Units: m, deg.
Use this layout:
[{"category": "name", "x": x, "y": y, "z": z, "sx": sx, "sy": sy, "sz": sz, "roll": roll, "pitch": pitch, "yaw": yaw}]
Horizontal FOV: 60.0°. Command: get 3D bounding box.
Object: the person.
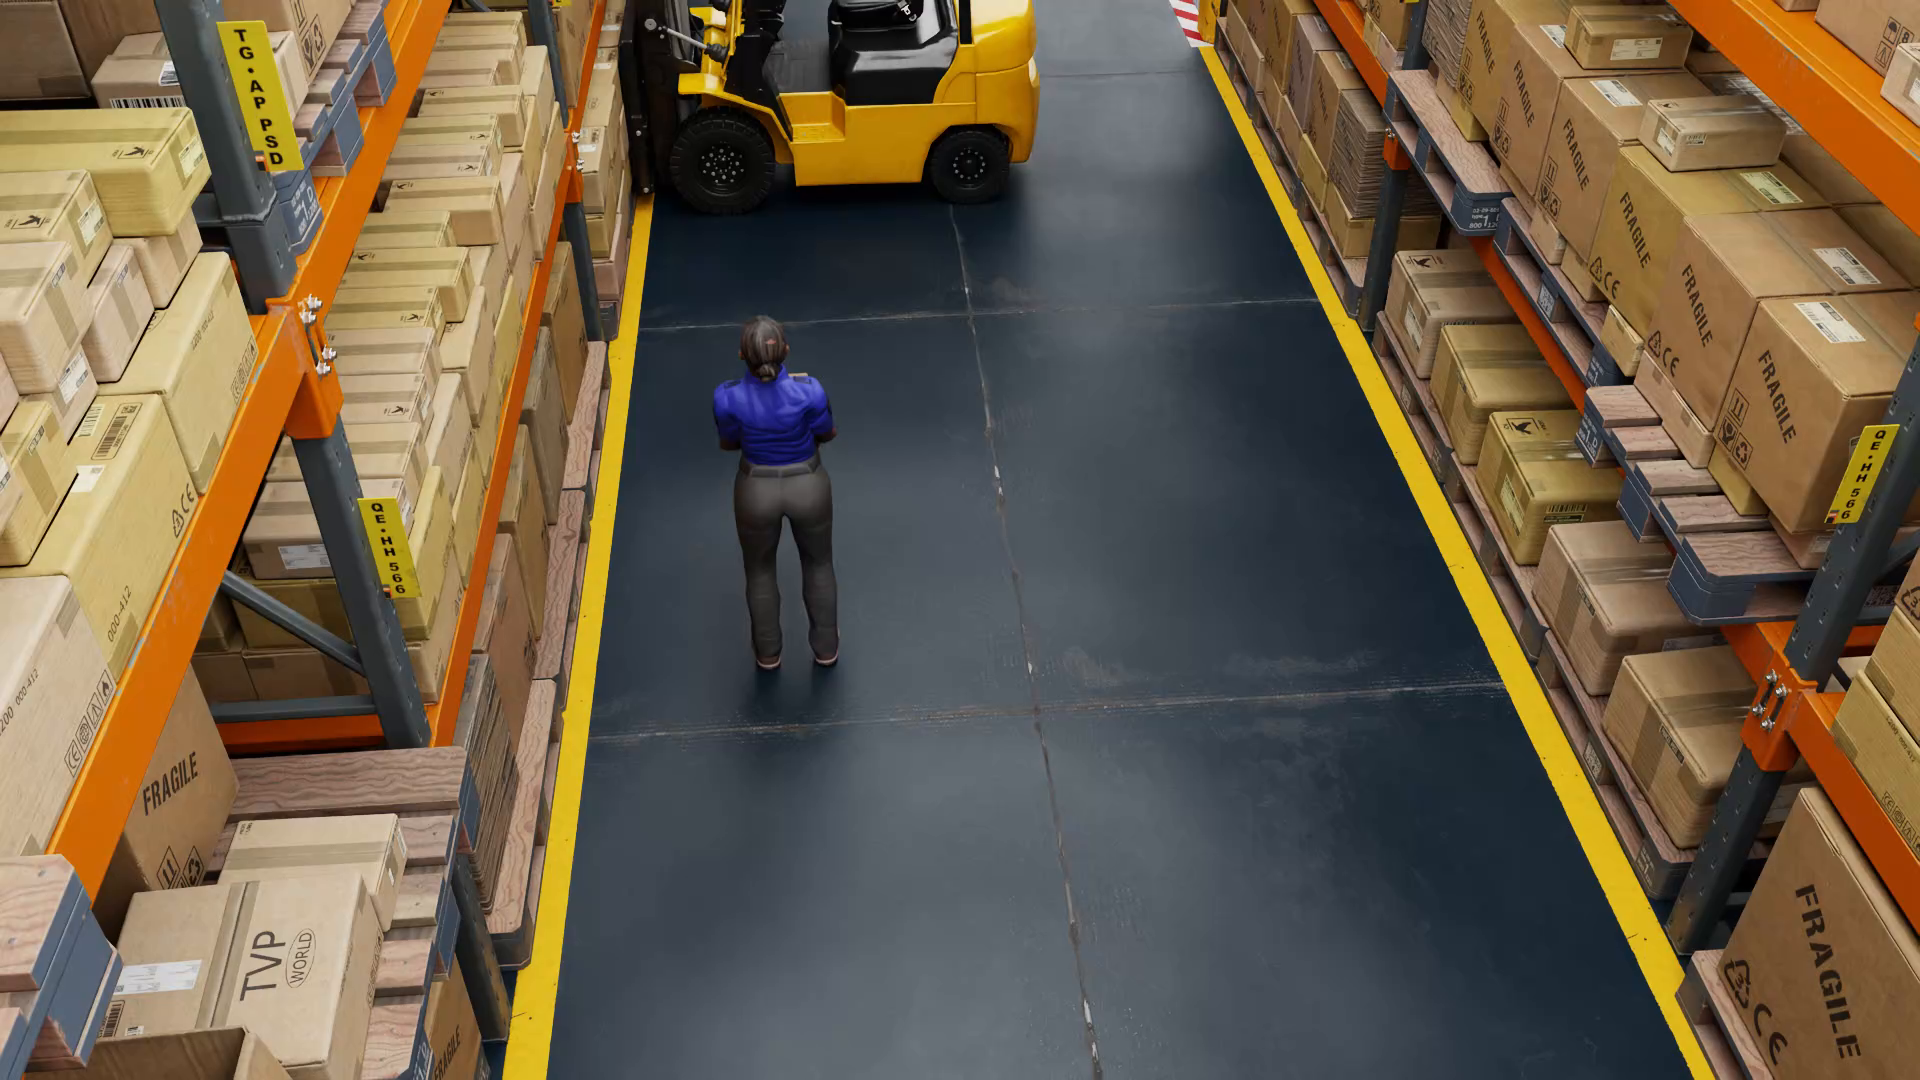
[{"category": "person", "x": -0.694, "y": -0.223, "z": 6.438, "sx": 0.449, "sy": 1.646, "sz": 0.519, "roll": -4, "pitch": 40, "yaw": -5}]
